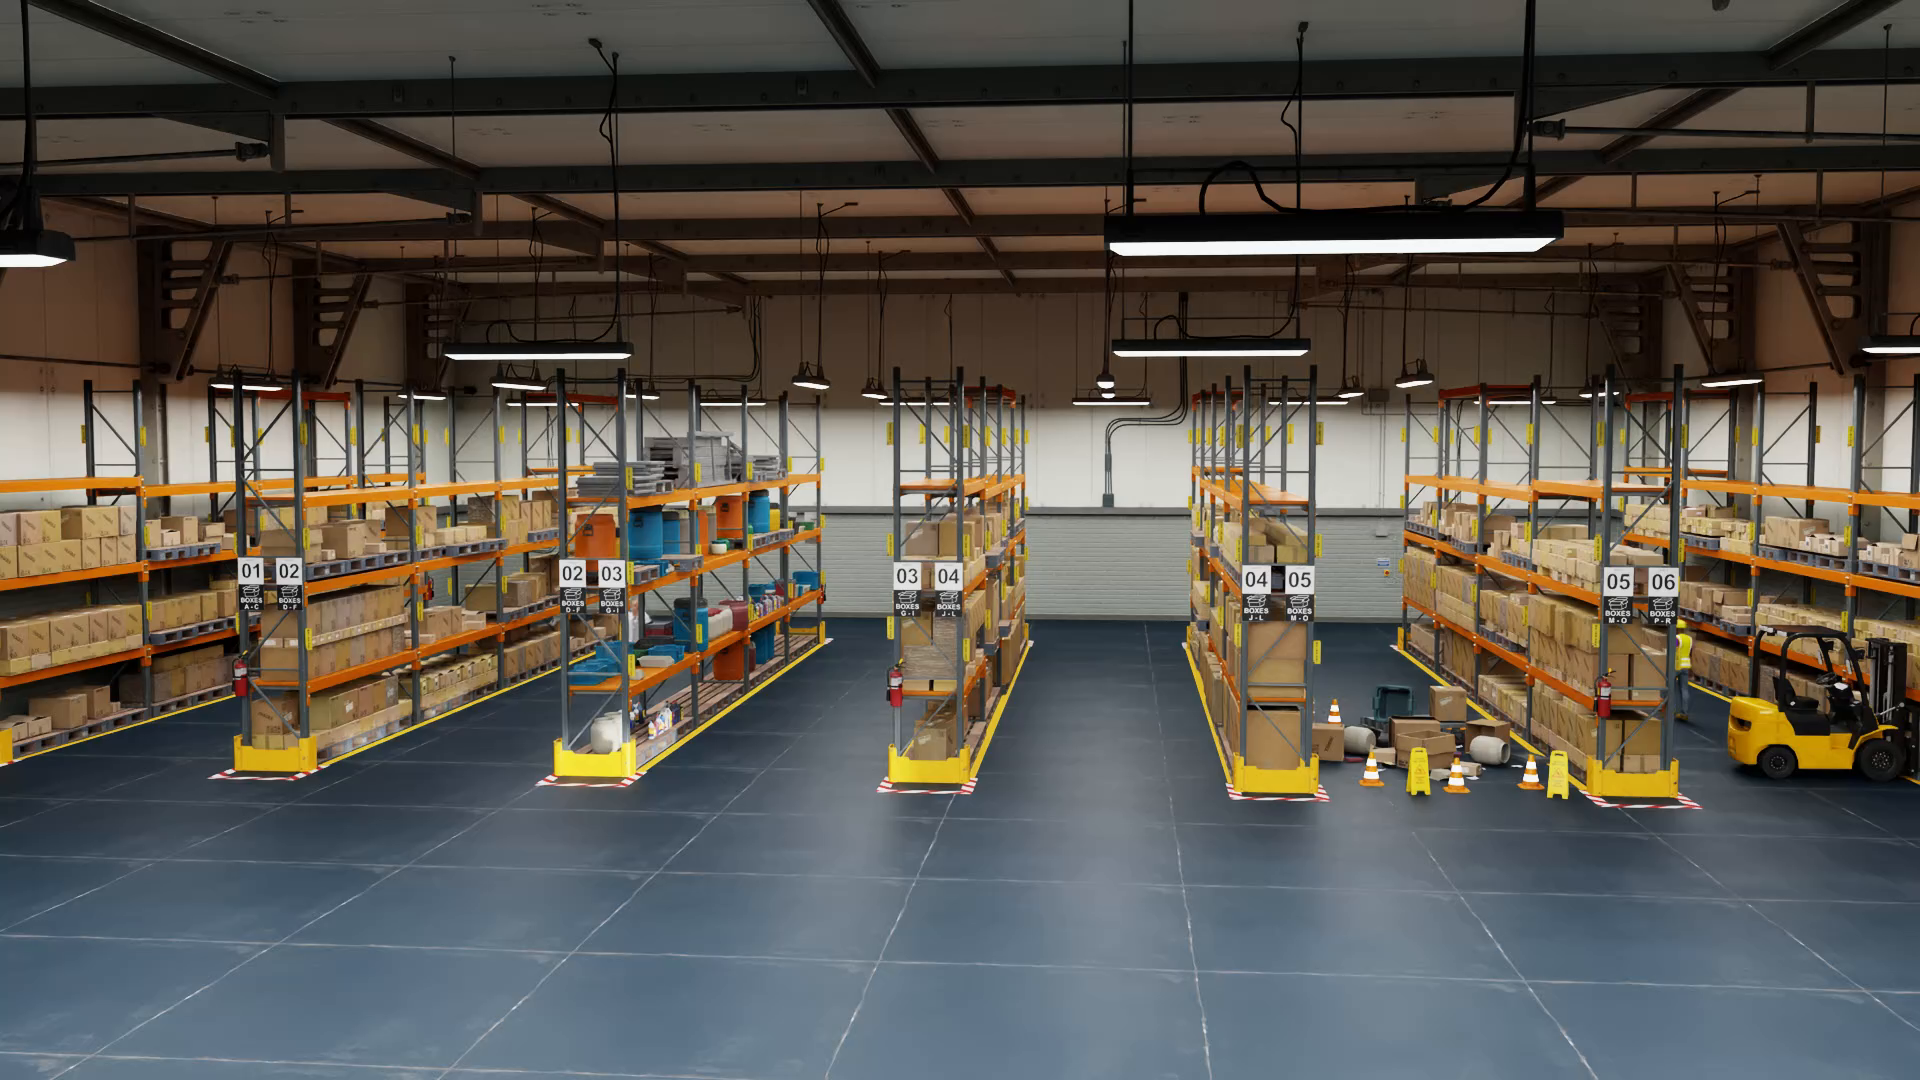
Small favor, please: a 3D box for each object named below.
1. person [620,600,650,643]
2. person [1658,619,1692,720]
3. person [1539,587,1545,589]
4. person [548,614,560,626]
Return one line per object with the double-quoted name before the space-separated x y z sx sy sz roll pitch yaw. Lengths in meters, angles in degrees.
"person" -6.483 2.053 33.143 0.678 1.716 1.114 0 4 1
"person" 12.763 2.316 29.441 0.537 1.803 0.604 0 4 -5
"person" 12.462 1.894 35.636 0.602 1.791 0.467 -1 4 -22
"person" -10.120 1.610 41.871 0.693 1.608 0.525 -2 4 -27
